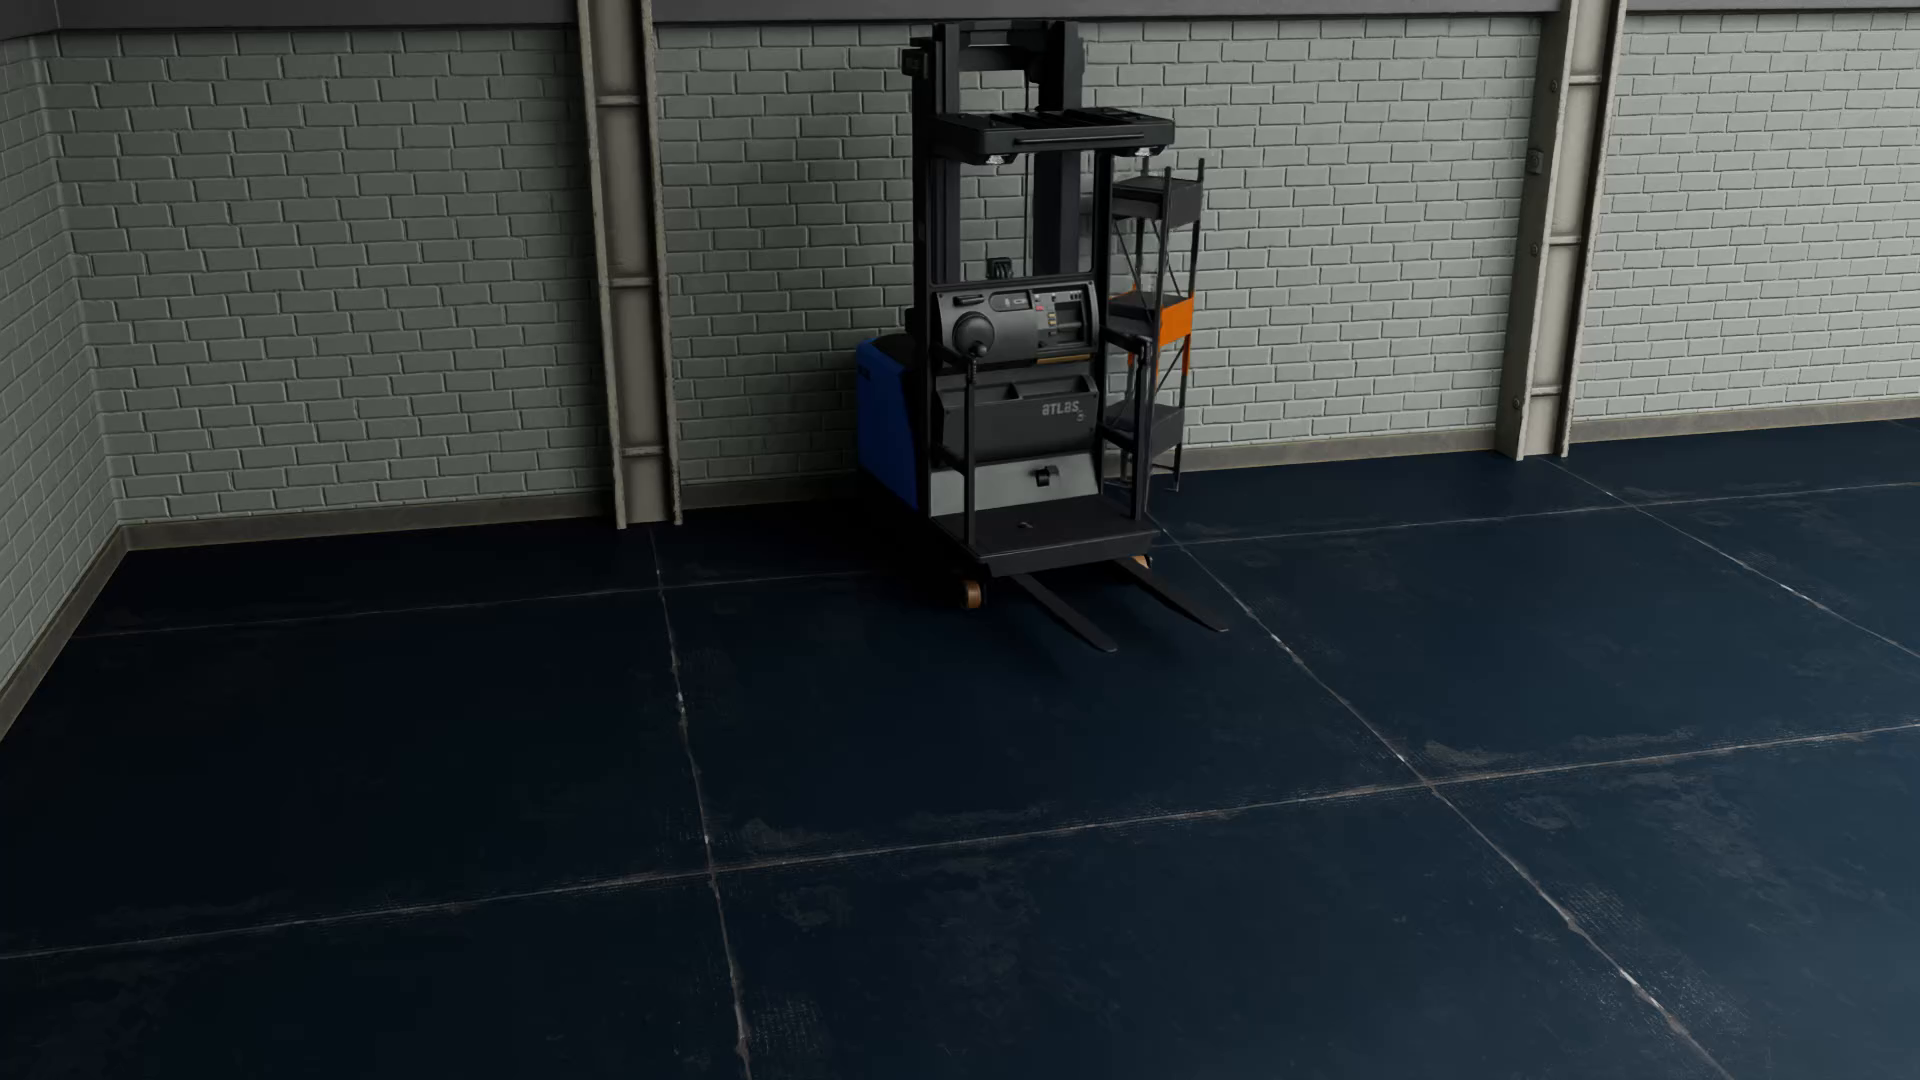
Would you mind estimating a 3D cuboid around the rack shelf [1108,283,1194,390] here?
[{"bbox_3d":[1.130,-1.250,10.184,0.431,0.518,0.480,13,23,28],"label":"rack shelf"}]

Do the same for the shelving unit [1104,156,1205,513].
[{"bbox_3d":[1.130,-1.263,10.180,0.431,2.100,0.503,13,23,28],"label":"shelving unit"}]

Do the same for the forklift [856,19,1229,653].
[{"bbox_3d":[0.400,-1.171,8.750,1.130,2.935,3.031,-8,22,-21],"label":"forklift"}]

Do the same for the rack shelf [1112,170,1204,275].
[{"bbox_3d":[1.153,-1.907,9.942,0.431,0.518,0.480,13,23,28],"label":"rack shelf"}]

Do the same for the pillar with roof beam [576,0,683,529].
[{"bbox_3d":[-0.916,-2.917,4.695,0.400,9.000,9.100,-5,21,-12],"label":"pillar with roof beam"}]

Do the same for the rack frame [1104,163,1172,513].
[{"bbox_3d":[1.006,-1.194,9.981,0.400,2.100,0.015,13,23,28],"label":"rack frame"}]

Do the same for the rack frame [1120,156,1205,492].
[{"bbox_3d":[1.255,-1.332,10.378,0.400,2.100,0.015,13,23,28],"label":"rack frame"}]

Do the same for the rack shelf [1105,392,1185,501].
[{"bbox_3d":[1.107,-0.594,10.426,0.431,0.518,0.480,13,23,28],"label":"rack shelf"}]

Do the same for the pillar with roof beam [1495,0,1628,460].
[{"bbox_3d":[4.923,-3.392,5.991,0.400,9.000,9.100,-5,21,-12],"label":"pillar with roof beam"}]
